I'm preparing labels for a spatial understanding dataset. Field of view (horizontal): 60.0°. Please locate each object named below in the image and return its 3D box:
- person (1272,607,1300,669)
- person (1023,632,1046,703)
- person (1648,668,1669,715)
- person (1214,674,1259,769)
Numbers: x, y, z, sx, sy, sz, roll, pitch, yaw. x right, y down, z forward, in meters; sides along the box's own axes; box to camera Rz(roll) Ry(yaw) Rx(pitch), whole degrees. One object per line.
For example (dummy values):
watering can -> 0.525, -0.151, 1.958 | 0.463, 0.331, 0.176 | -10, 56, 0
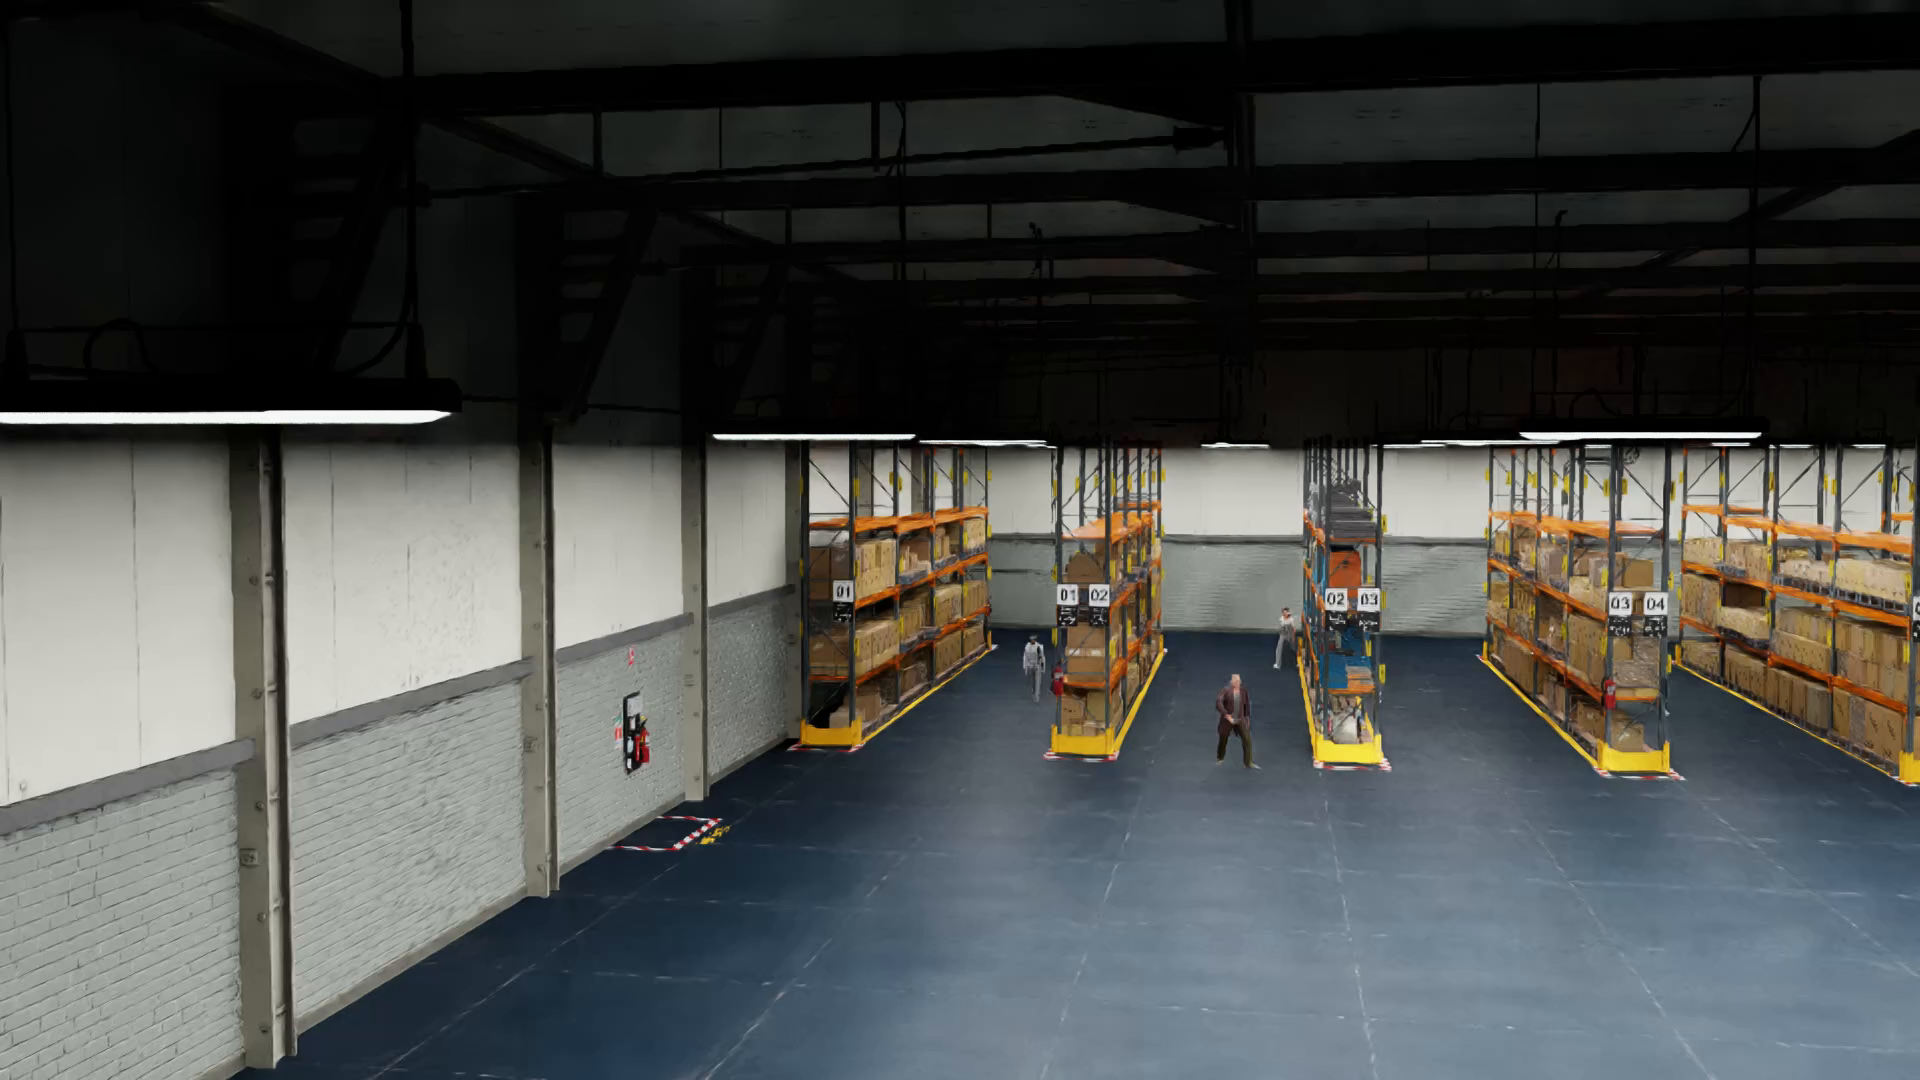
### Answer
person -> 8.582, 2.559, 43.624 | 0.485, 1.618, 0.959 | 2, 4, 33
person -> 1.674, 2.873, 37.743 | 0.495, 1.577, 1.086 | 1, 3, 12
person -> 15.111, 3.057, 36.040 | 0.417, 1.403, 1.036 | 1, 3, 13
person -> 4.924, 3.237, 29.911 | 0.735, 1.715, 0.896 | 0, 3, -6
